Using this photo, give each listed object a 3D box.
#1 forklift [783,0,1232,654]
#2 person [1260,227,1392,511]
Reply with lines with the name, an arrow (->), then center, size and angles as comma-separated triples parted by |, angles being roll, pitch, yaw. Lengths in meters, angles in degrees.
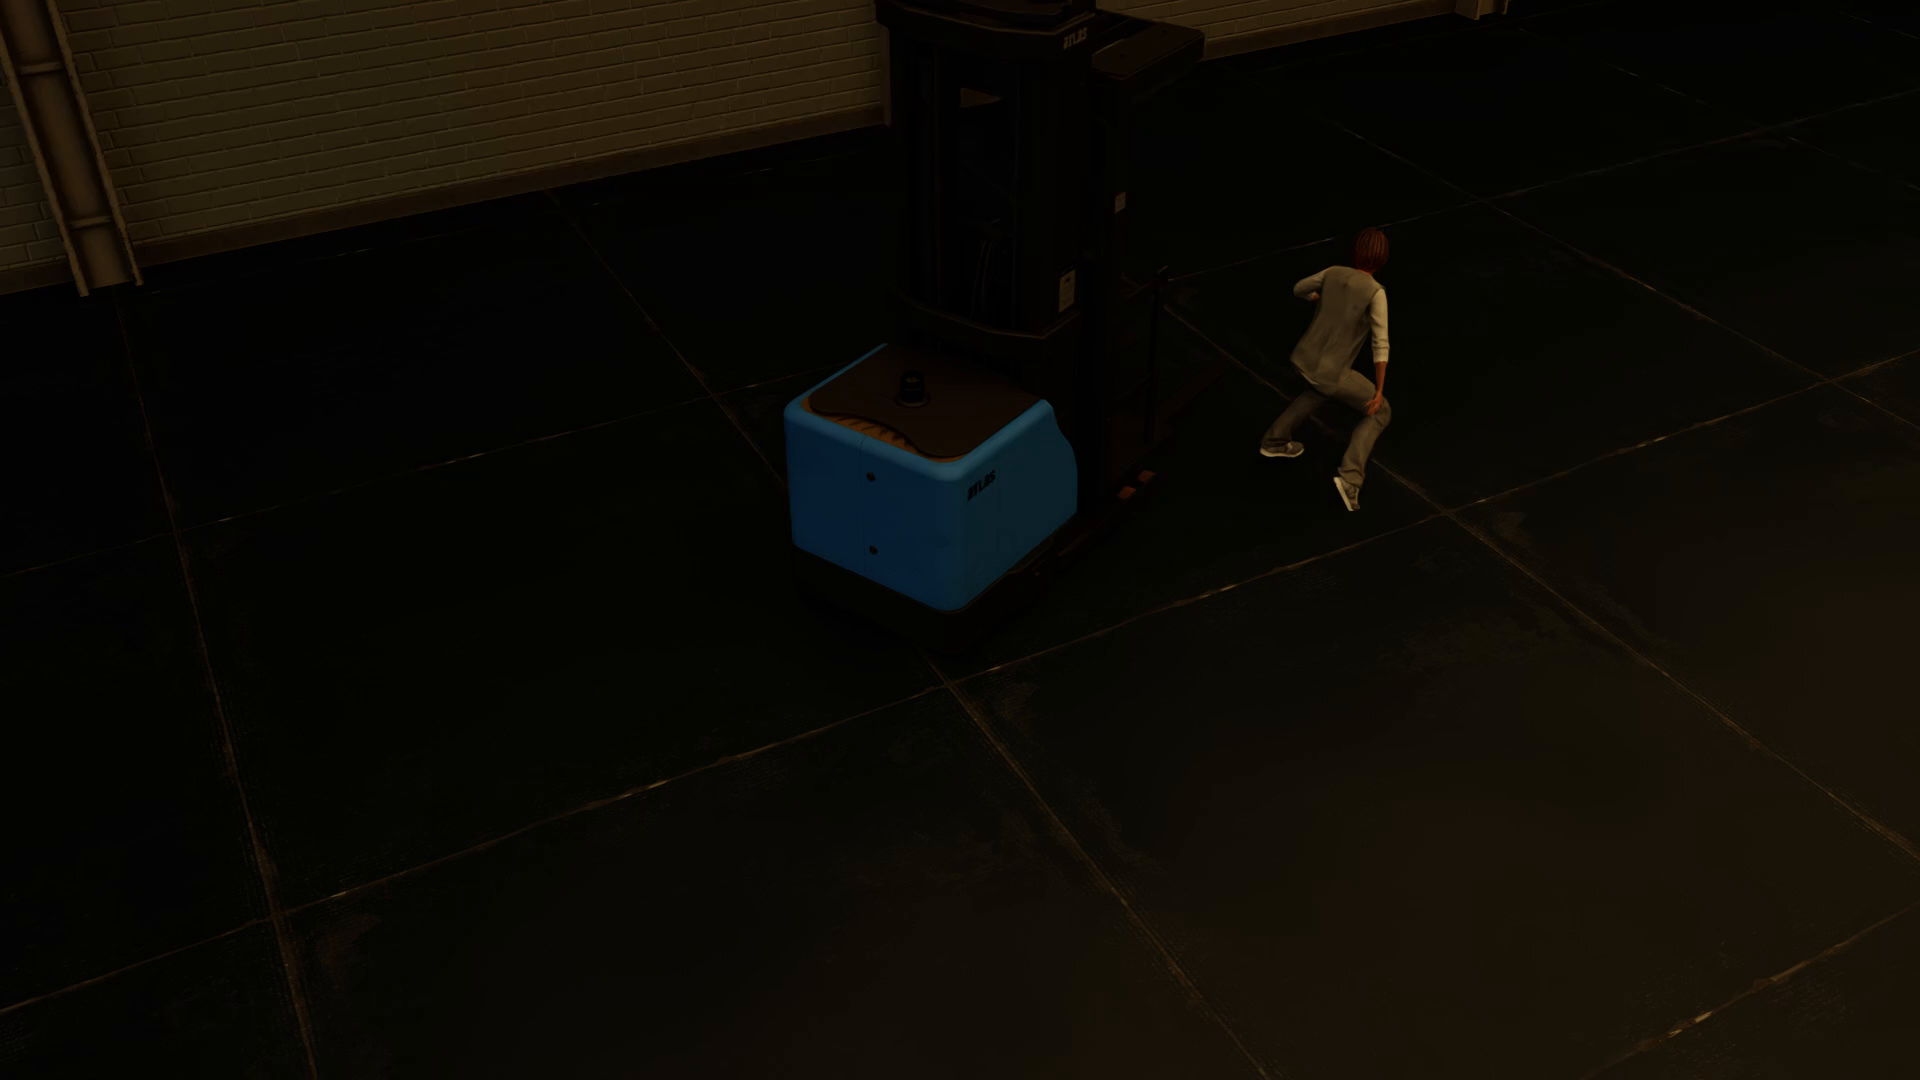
forklift -> 0.437, -1.466, 8.196 | 1.130, 2.935, 3.031 | 23, 41, 29
person -> 2.018, -0.892, 8.736 | 0.492, 1.497, 0.875 | -19, 39, -25
